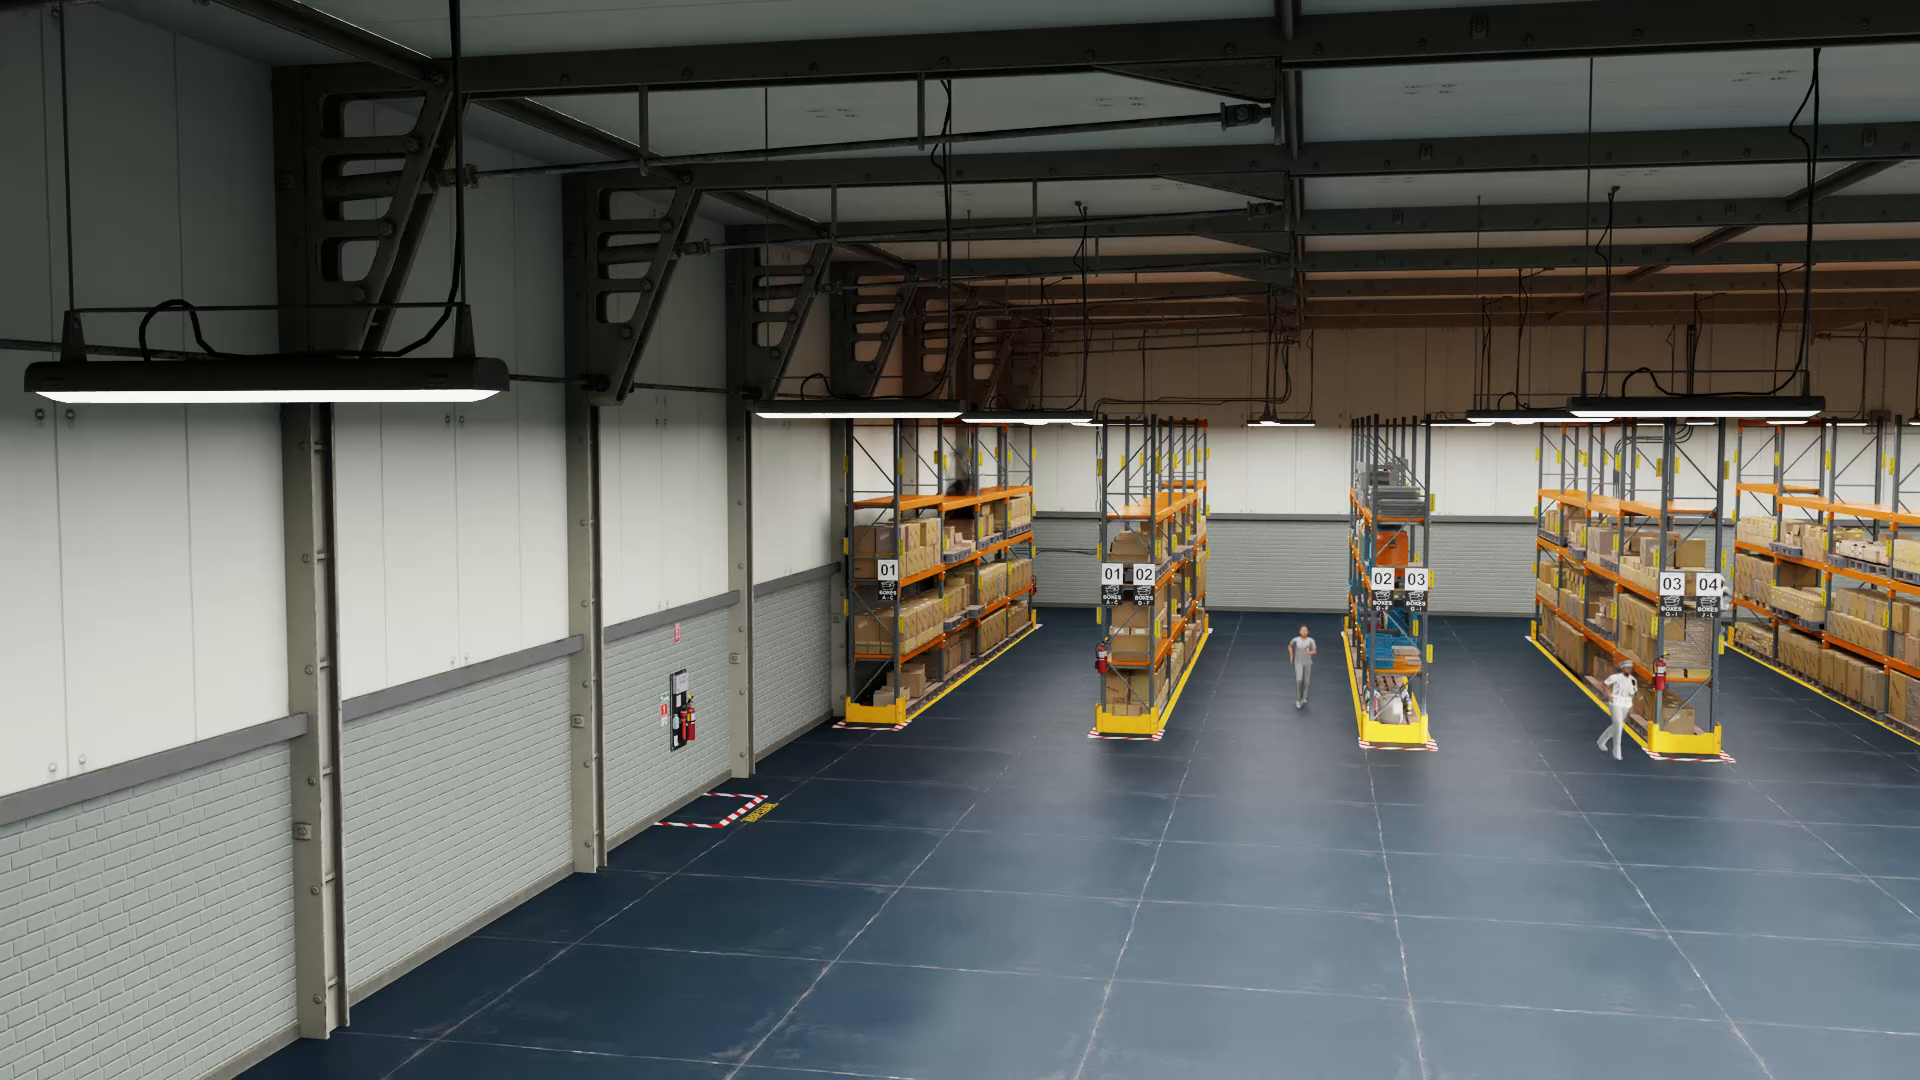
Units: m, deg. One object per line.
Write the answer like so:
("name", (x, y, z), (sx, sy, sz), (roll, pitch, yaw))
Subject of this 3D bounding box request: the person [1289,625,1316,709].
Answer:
("person", (7.070, 2.604, 34.310), (0.531, 1.720, 0.738), (0, 4, 5))

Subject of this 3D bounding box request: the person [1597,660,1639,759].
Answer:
("person", (11.603, 2.955, 29.253), (0.573, 1.745, 0.774), (-1, 4, -16))

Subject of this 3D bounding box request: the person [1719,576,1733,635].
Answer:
("person", (20.459, 1.839, 44.936), (0.983, 1.748, 0.744), (-1, 4, -15))
